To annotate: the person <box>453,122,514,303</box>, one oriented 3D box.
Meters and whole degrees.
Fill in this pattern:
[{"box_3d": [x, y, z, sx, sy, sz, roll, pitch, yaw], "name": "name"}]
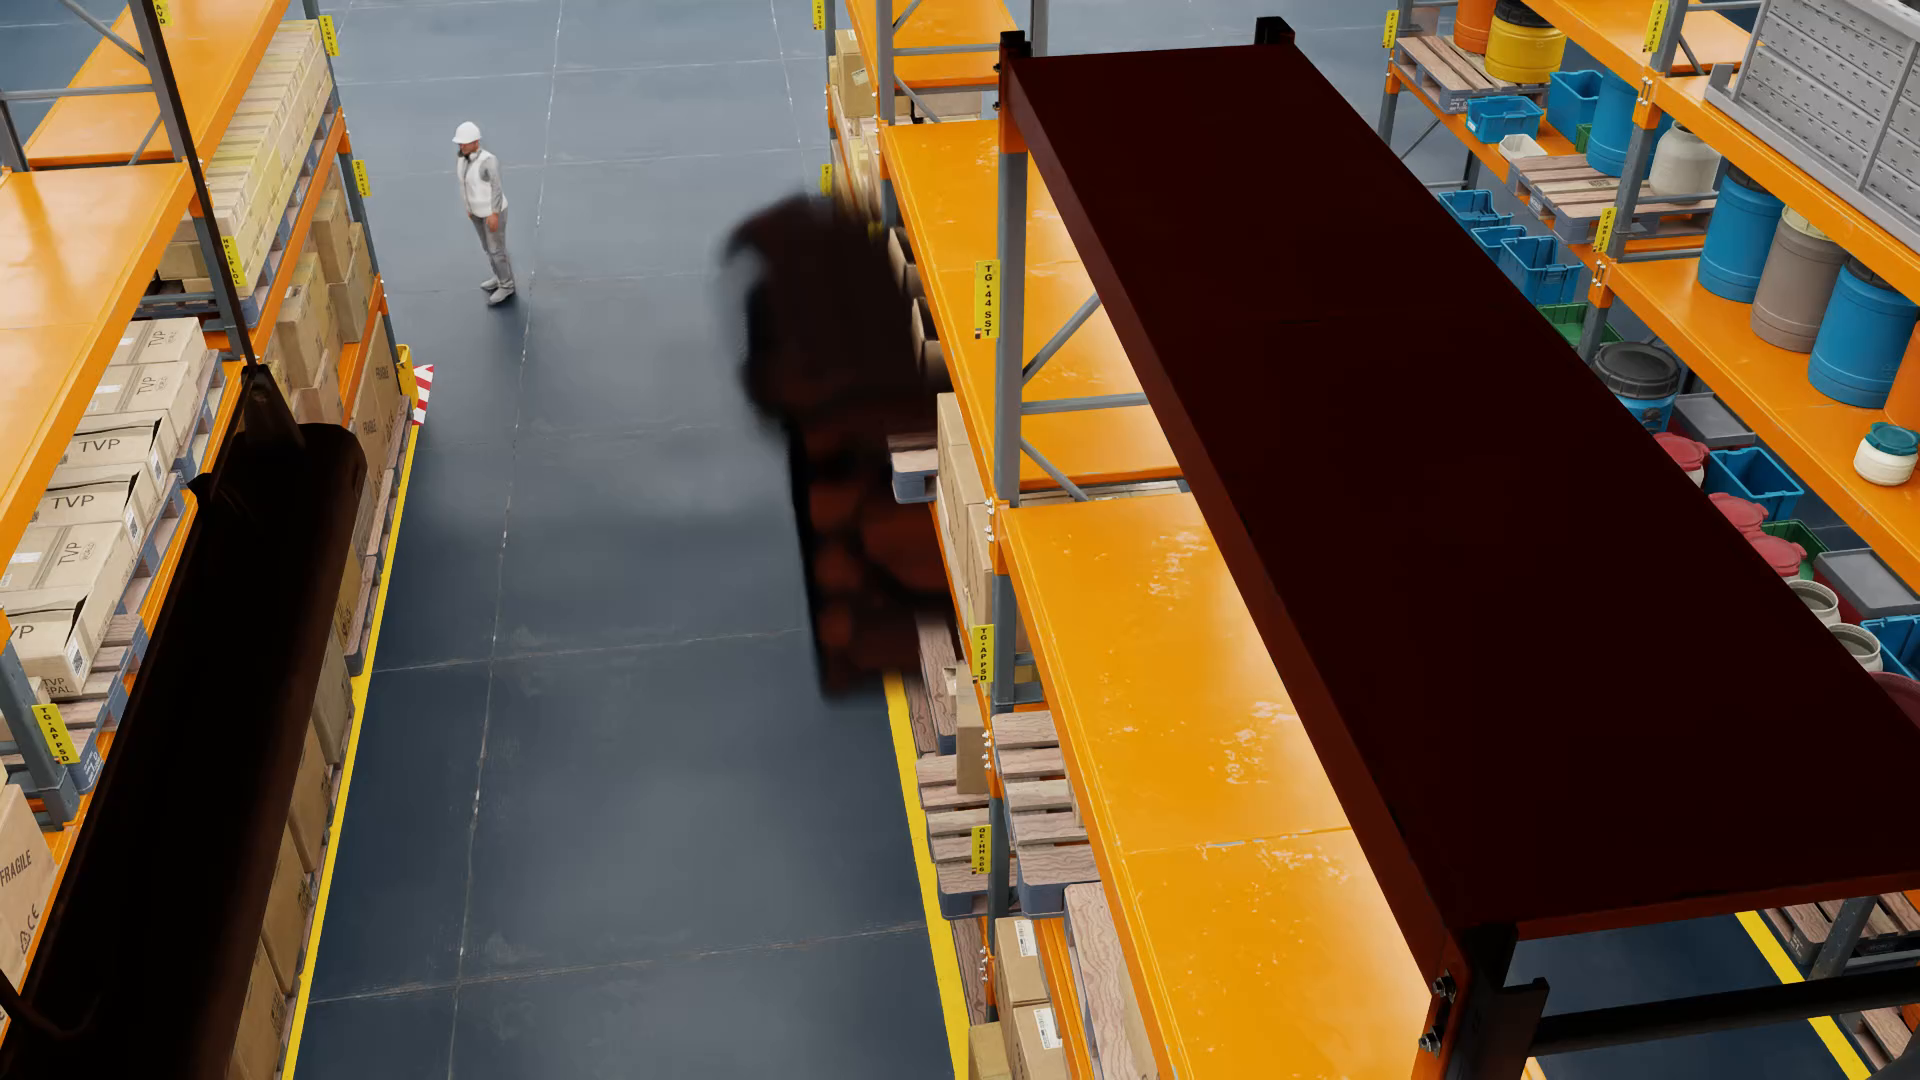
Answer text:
[{"box_3d": [-4.686, -3.240, 16.356, 0.450, 1.785, 0.418, 27, 44, 32], "name": "person"}]
